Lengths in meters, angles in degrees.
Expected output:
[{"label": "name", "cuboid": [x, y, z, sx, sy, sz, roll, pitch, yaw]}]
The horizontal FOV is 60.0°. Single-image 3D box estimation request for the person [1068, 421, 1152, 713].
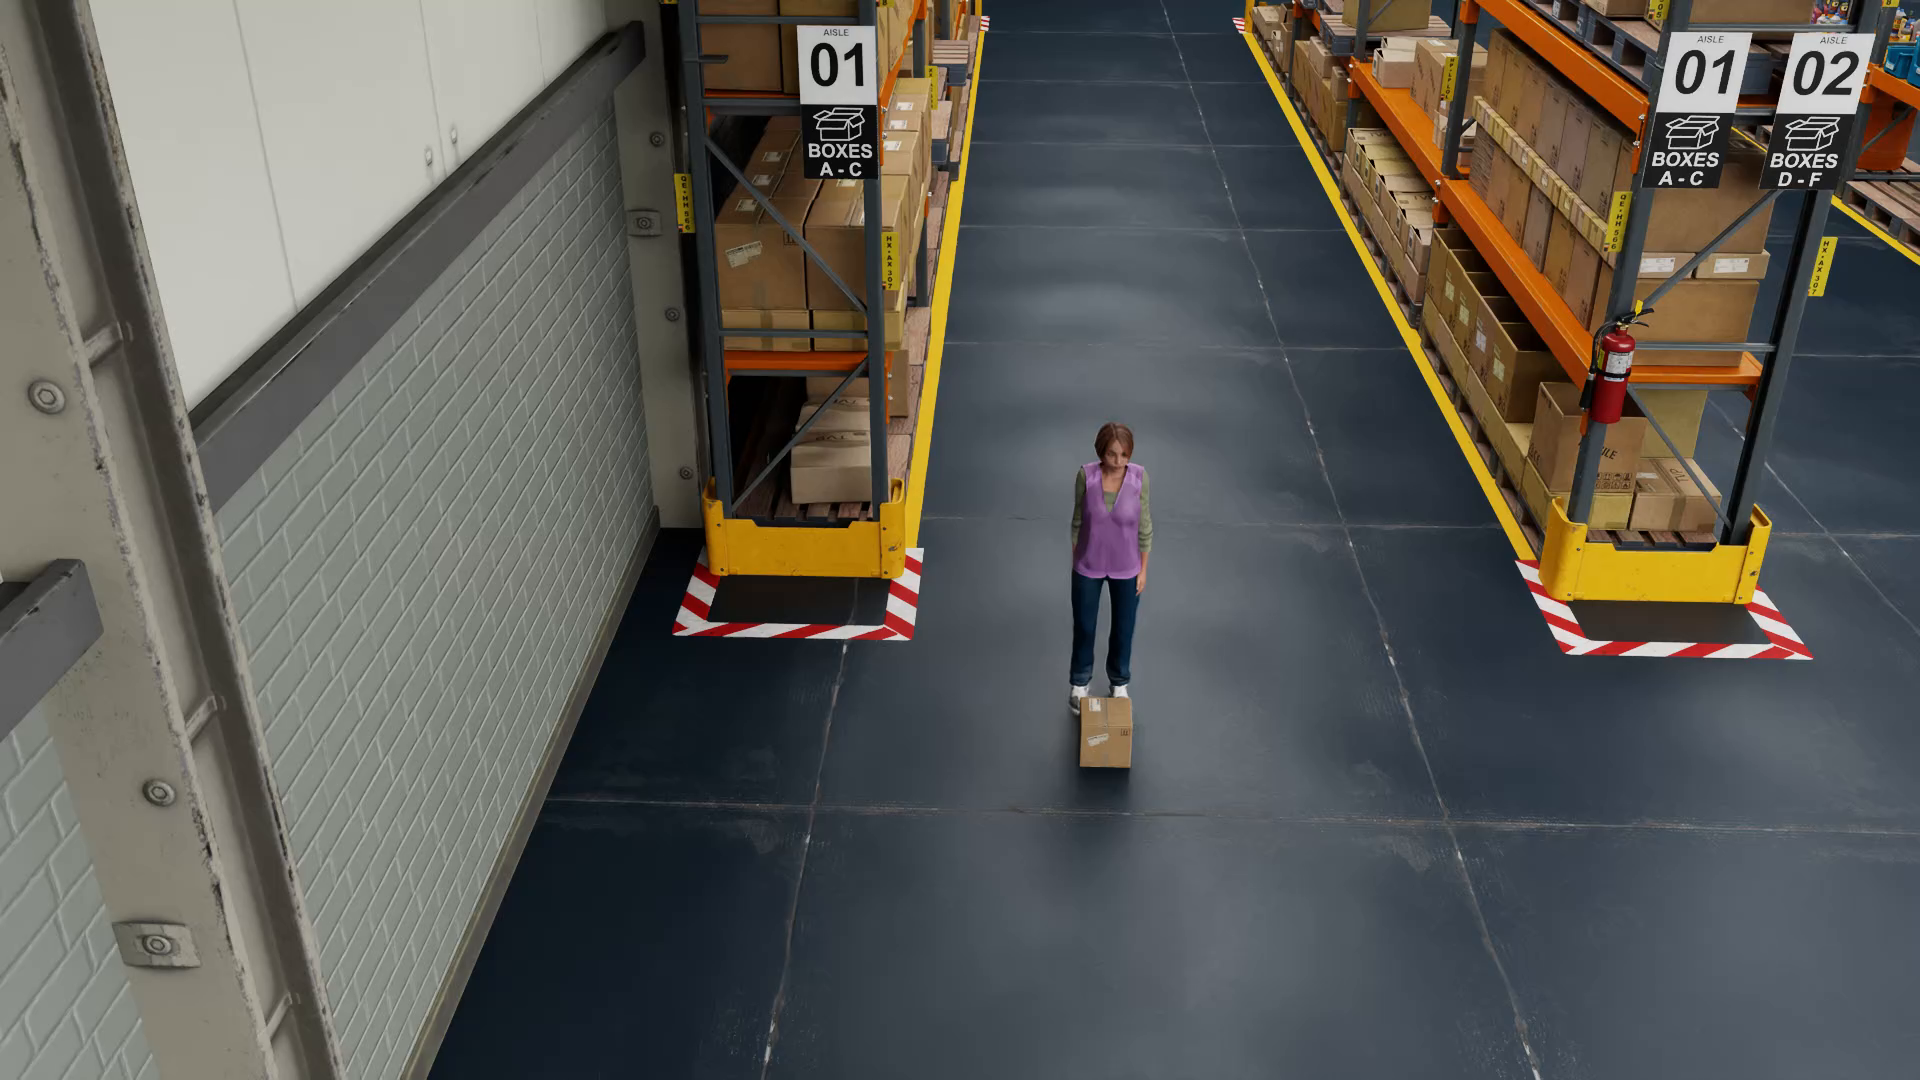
[{"label": "person", "cuboid": [0.754, 0.147, 8.368, 0.406, 1.598, 0.306, 2, 28, 3]}]
